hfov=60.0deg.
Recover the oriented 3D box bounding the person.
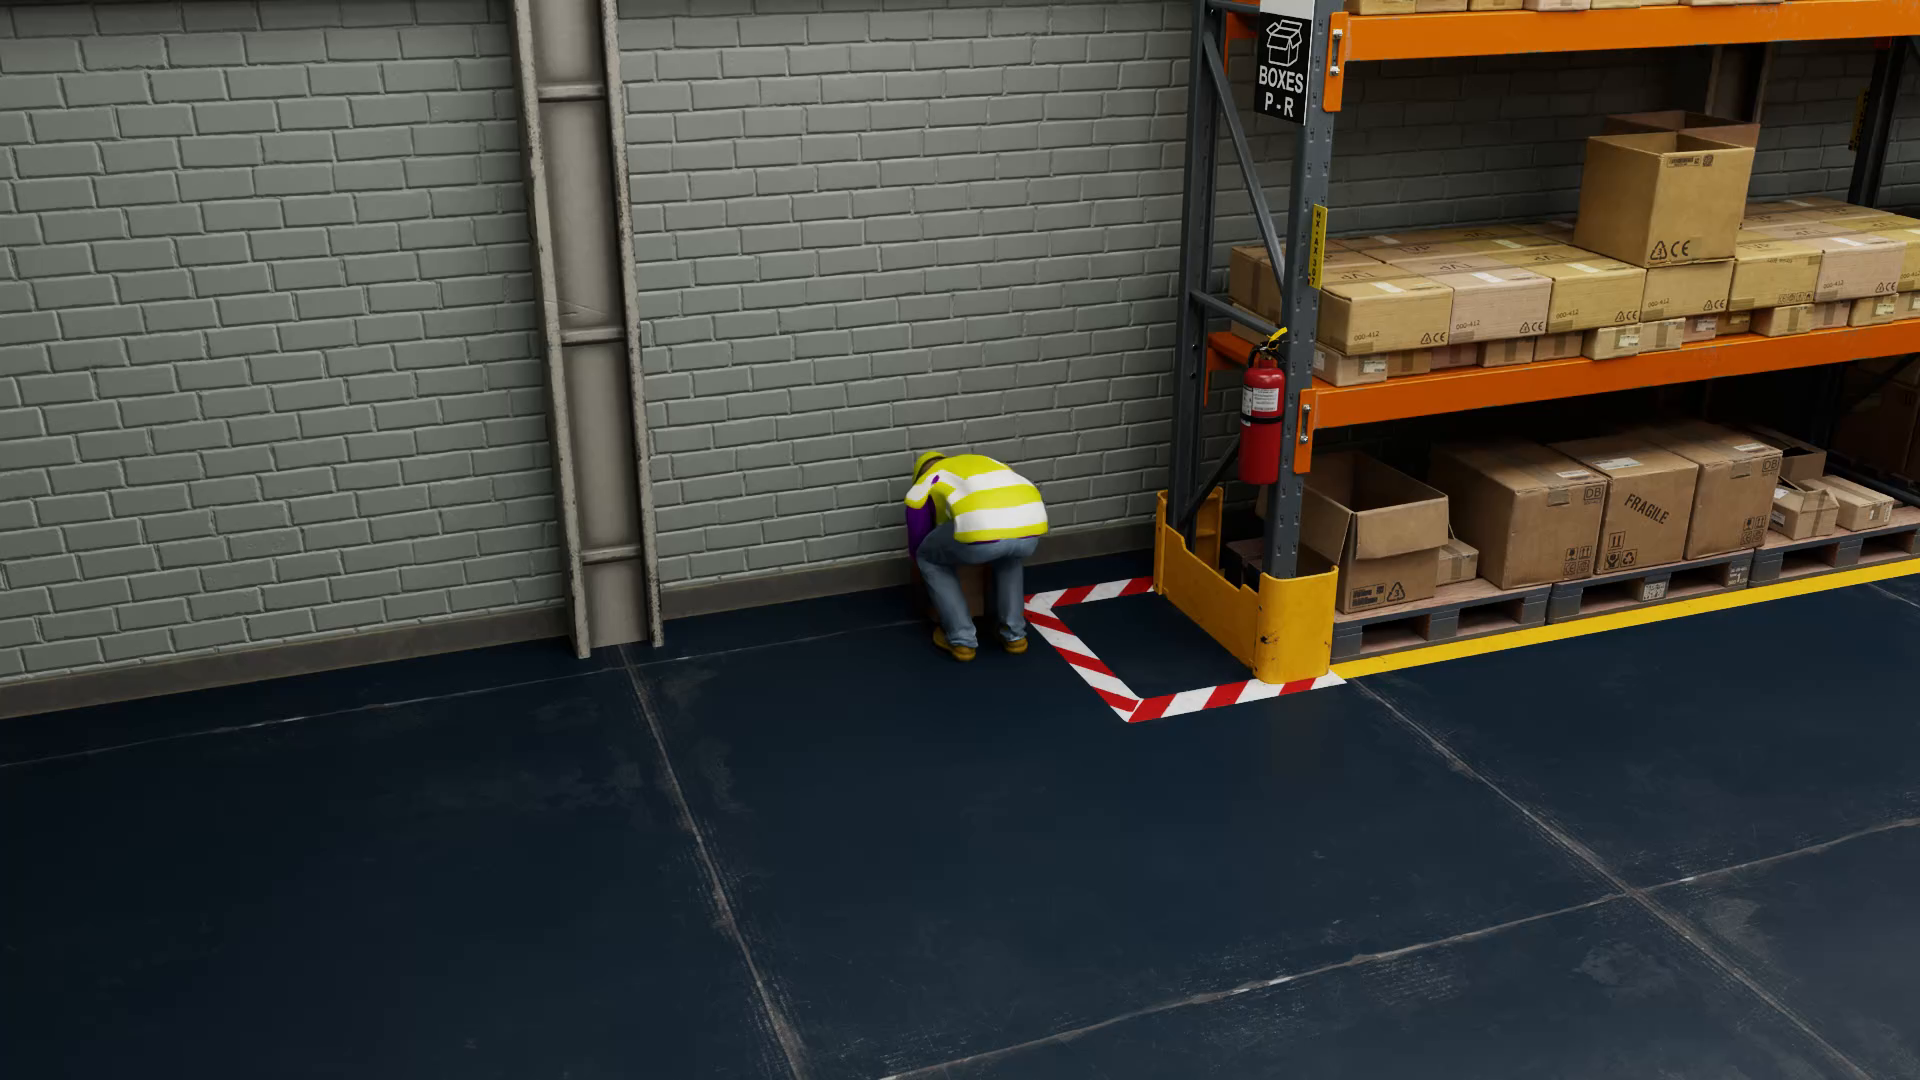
[{"bbox_3d":[0.013,-0.091,7.668,0.478,1.087,0.981,-9,24,-21],"label":"person"}]
